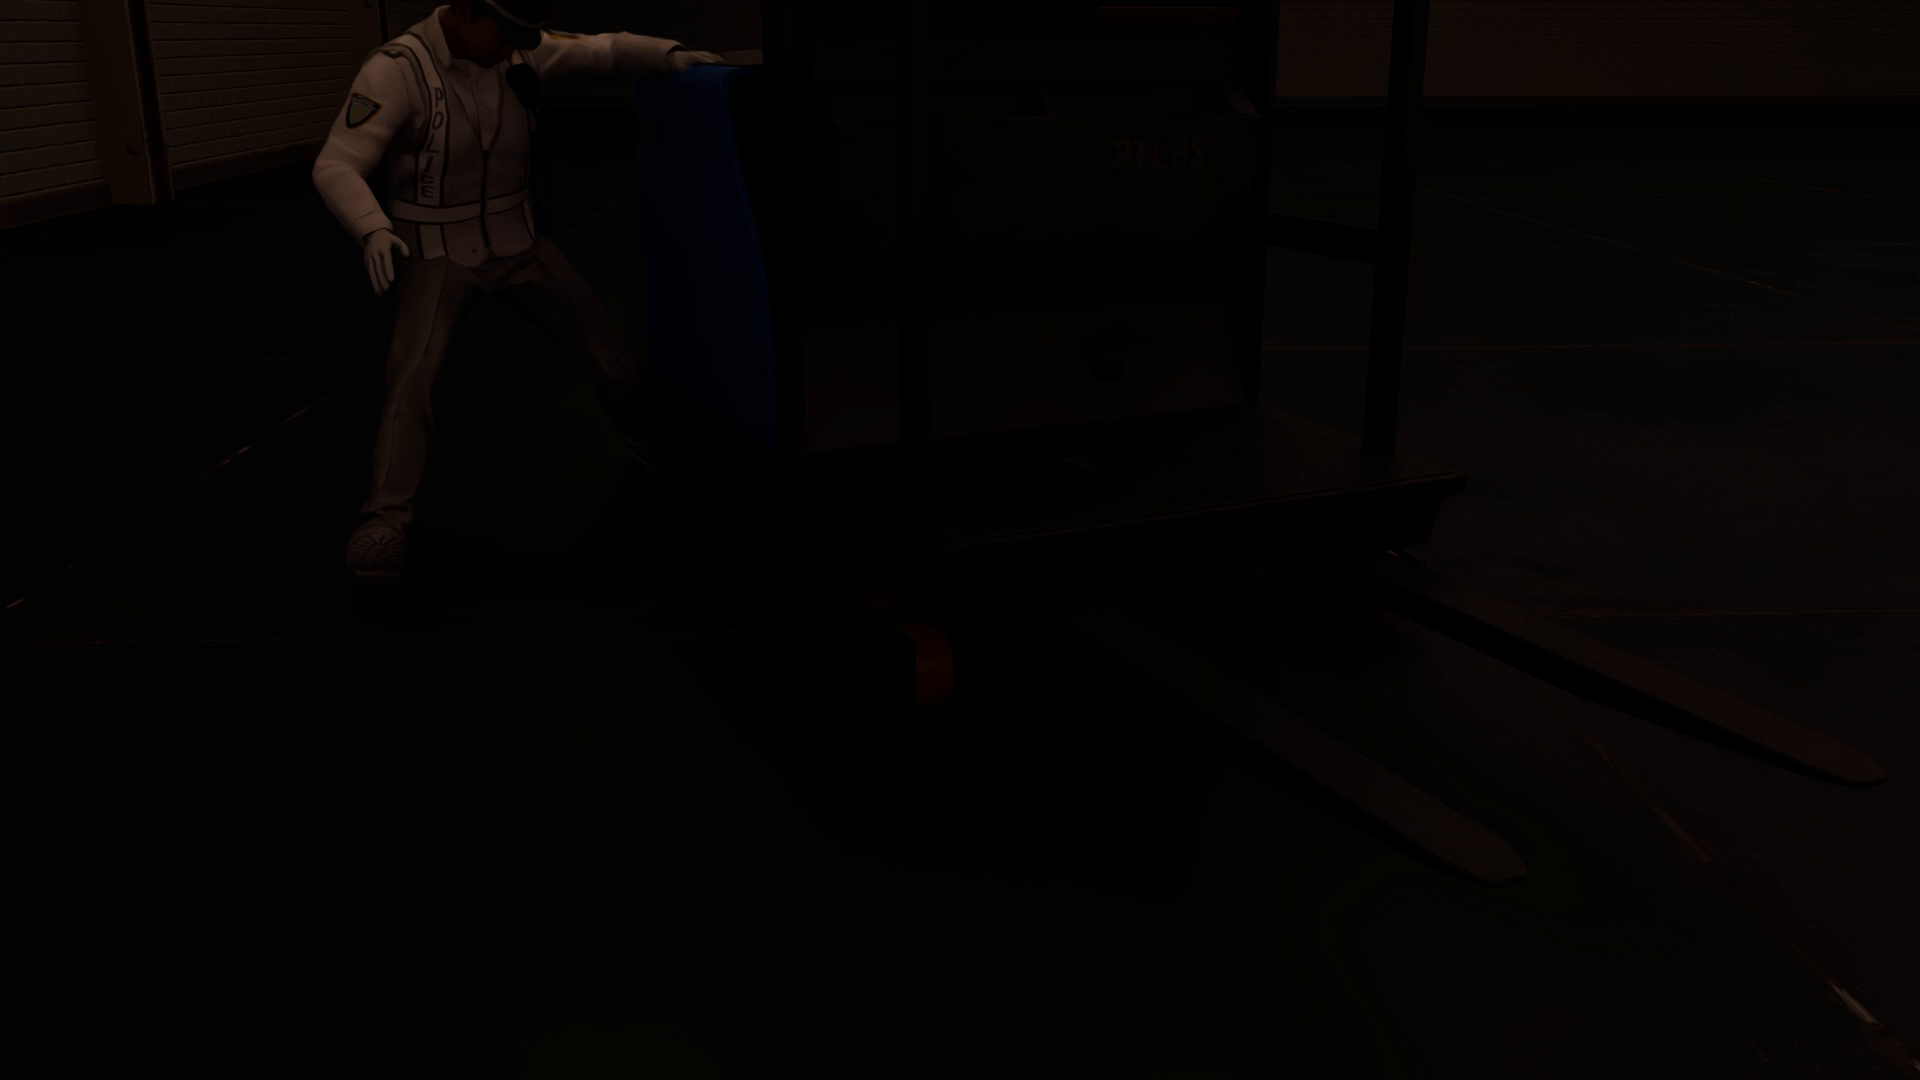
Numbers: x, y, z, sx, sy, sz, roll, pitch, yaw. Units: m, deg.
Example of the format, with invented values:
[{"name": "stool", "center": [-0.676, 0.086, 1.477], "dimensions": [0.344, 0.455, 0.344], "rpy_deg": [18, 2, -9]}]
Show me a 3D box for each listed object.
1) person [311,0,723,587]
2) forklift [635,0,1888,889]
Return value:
[{"name": "person", "center": [-1.032, -0.681, 3.845], "dimensions": [1.145, 1.372, 0.922], "rpy_deg": [-13, 21, -36]}, {"name": "forklift", "center": [0.258, -1.240, 2.962], "dimensions": [1.130, 2.935, 3.031], "rpy_deg": [-8, 19, -24]}]
